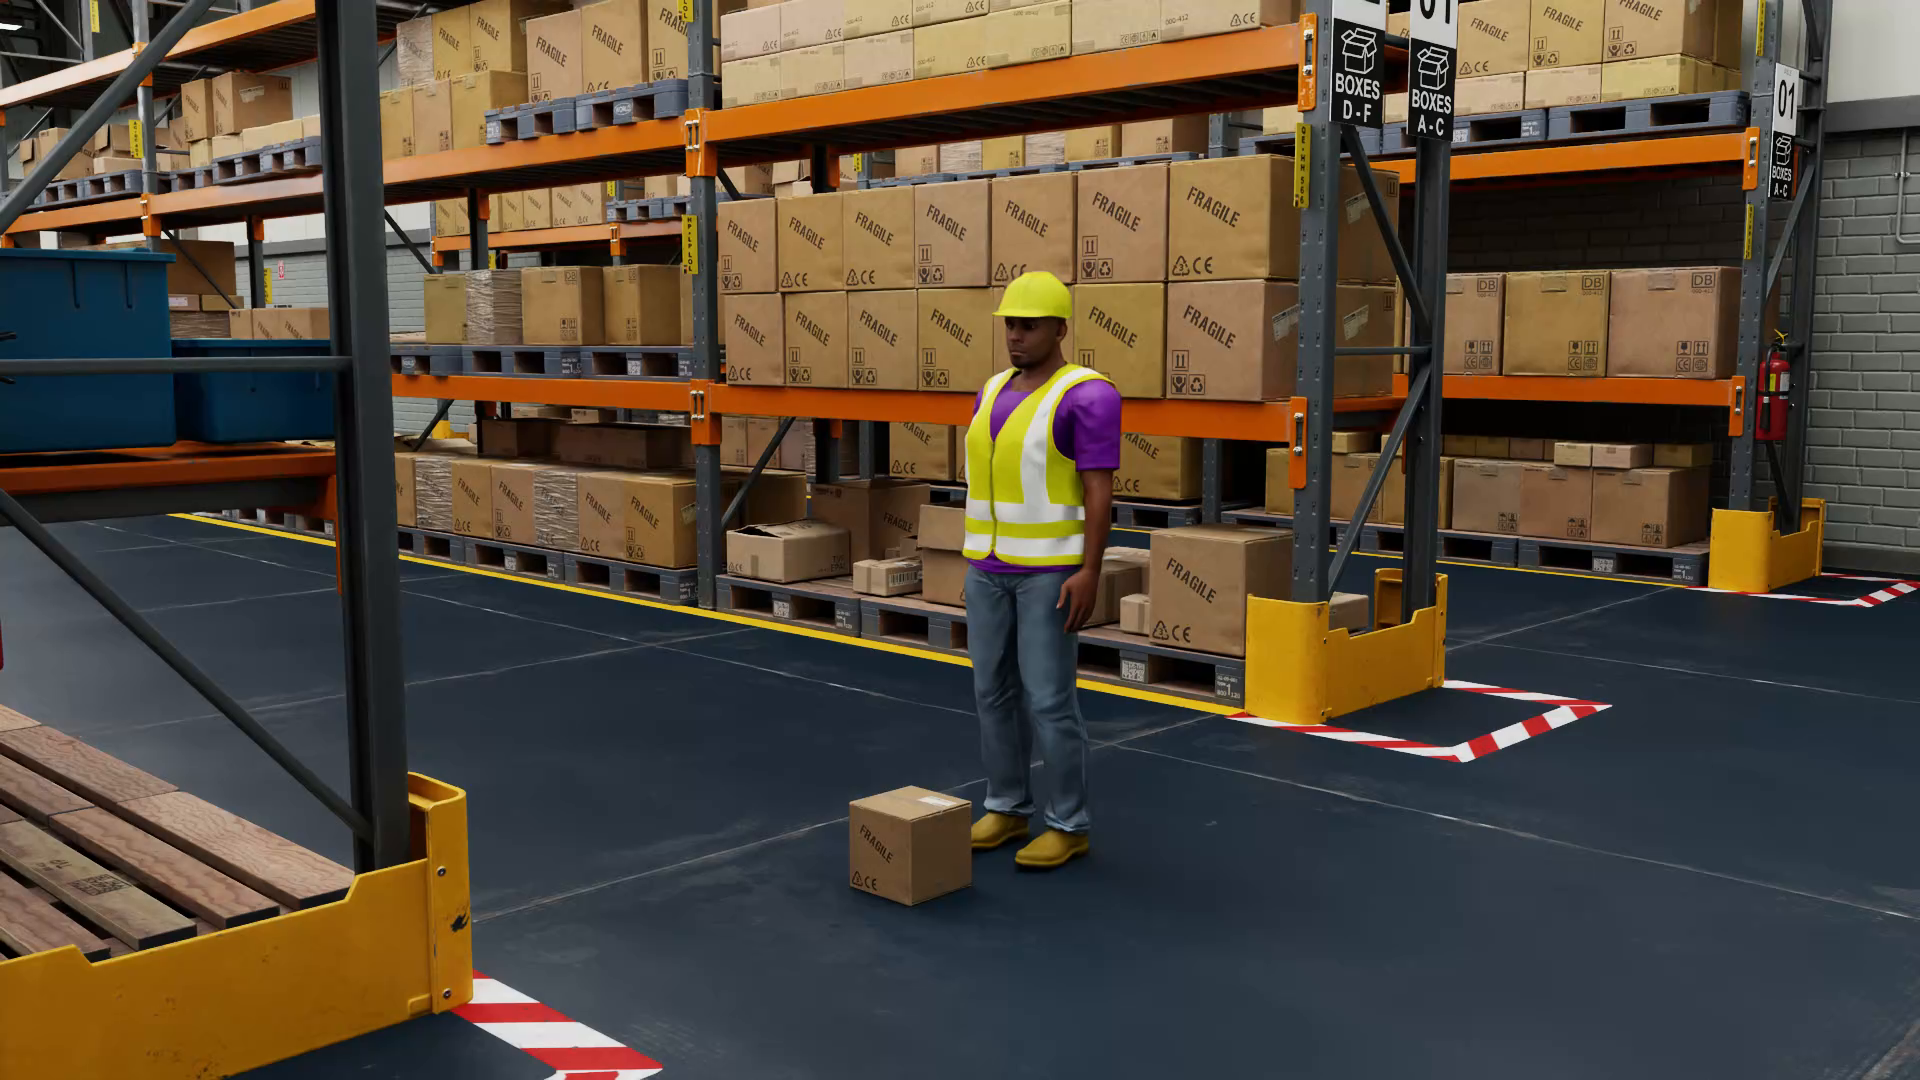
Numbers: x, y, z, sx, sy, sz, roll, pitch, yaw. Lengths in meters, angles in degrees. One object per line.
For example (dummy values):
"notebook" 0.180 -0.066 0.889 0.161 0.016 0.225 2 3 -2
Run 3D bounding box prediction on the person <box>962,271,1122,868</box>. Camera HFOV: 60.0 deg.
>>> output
"person" -6.041 -0.457 9.392 2.992 1.762 15.653 -7 10 -44
